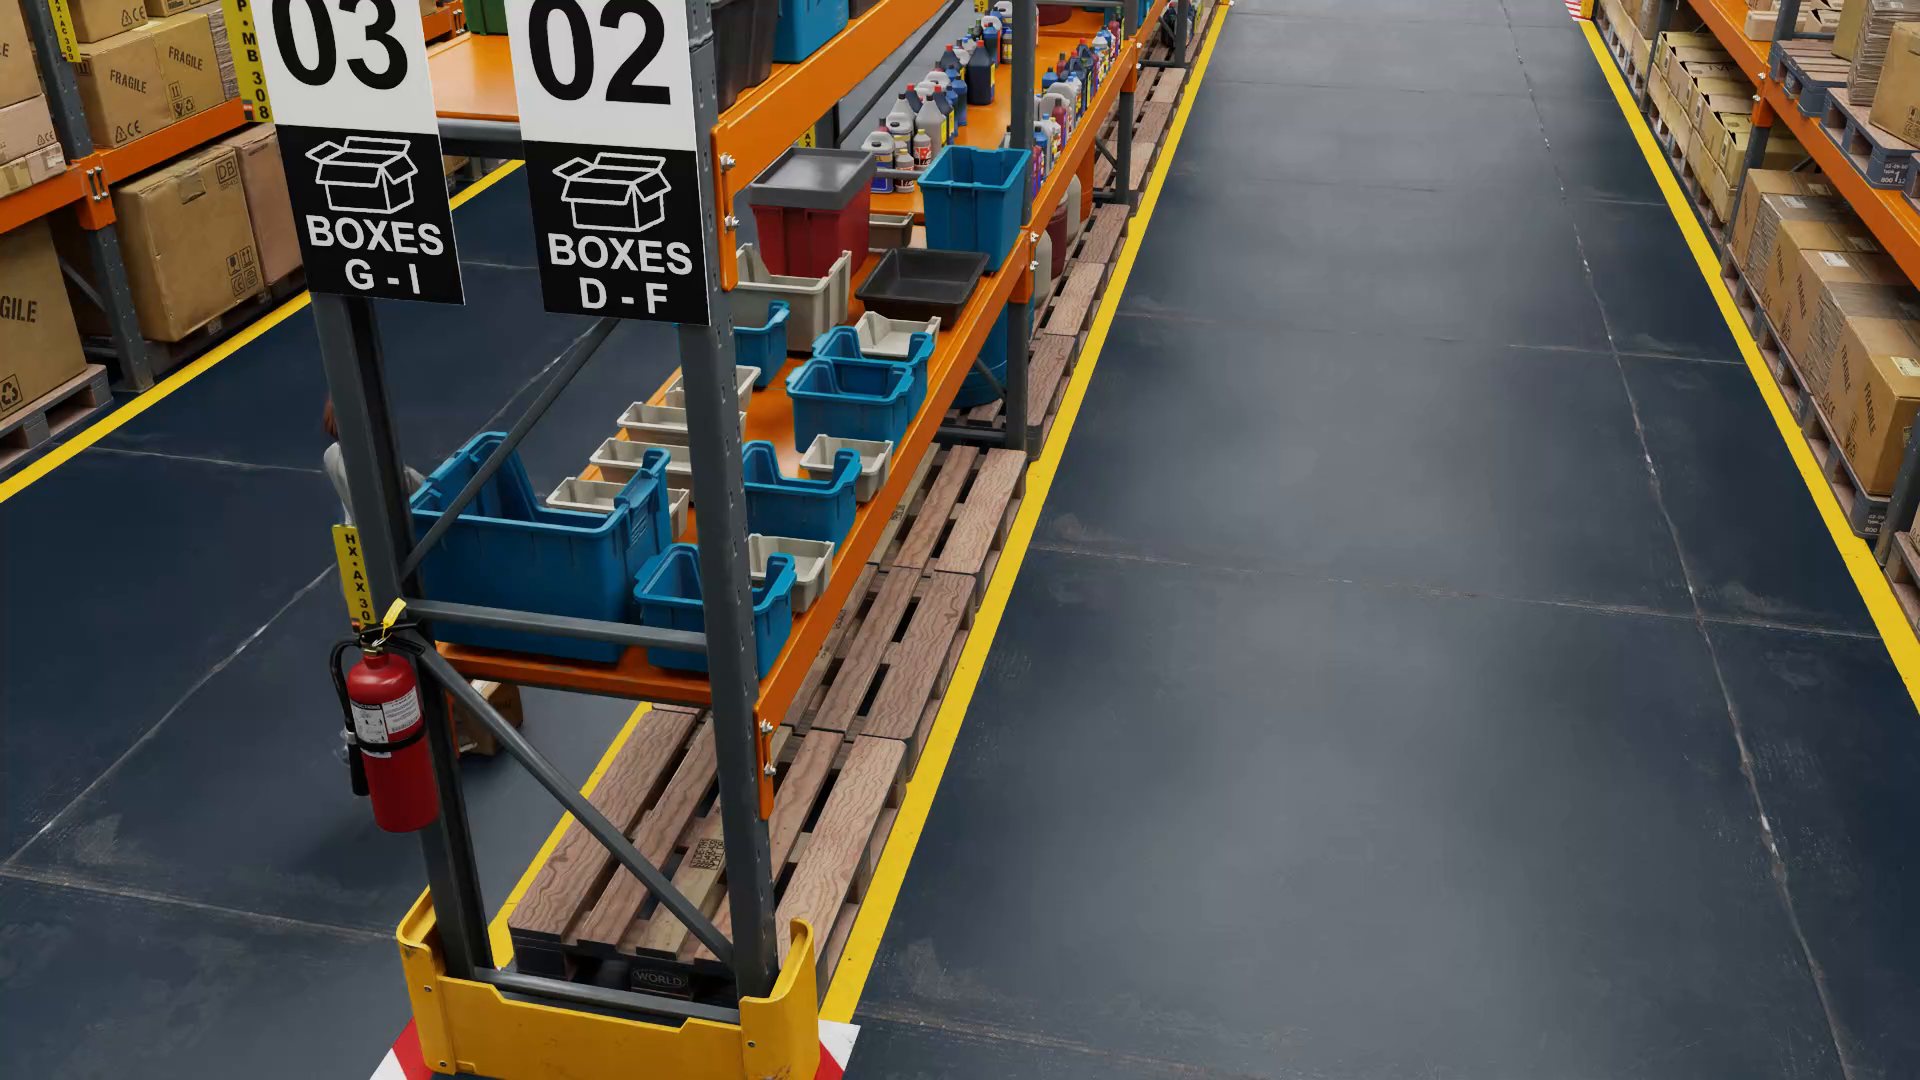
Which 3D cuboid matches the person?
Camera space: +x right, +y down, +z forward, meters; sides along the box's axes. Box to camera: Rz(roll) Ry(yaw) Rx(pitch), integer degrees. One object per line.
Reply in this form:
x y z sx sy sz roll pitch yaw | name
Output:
-1.970 0.159 5.821 0.618 1.583 0.417 -22 36 -33 | person
